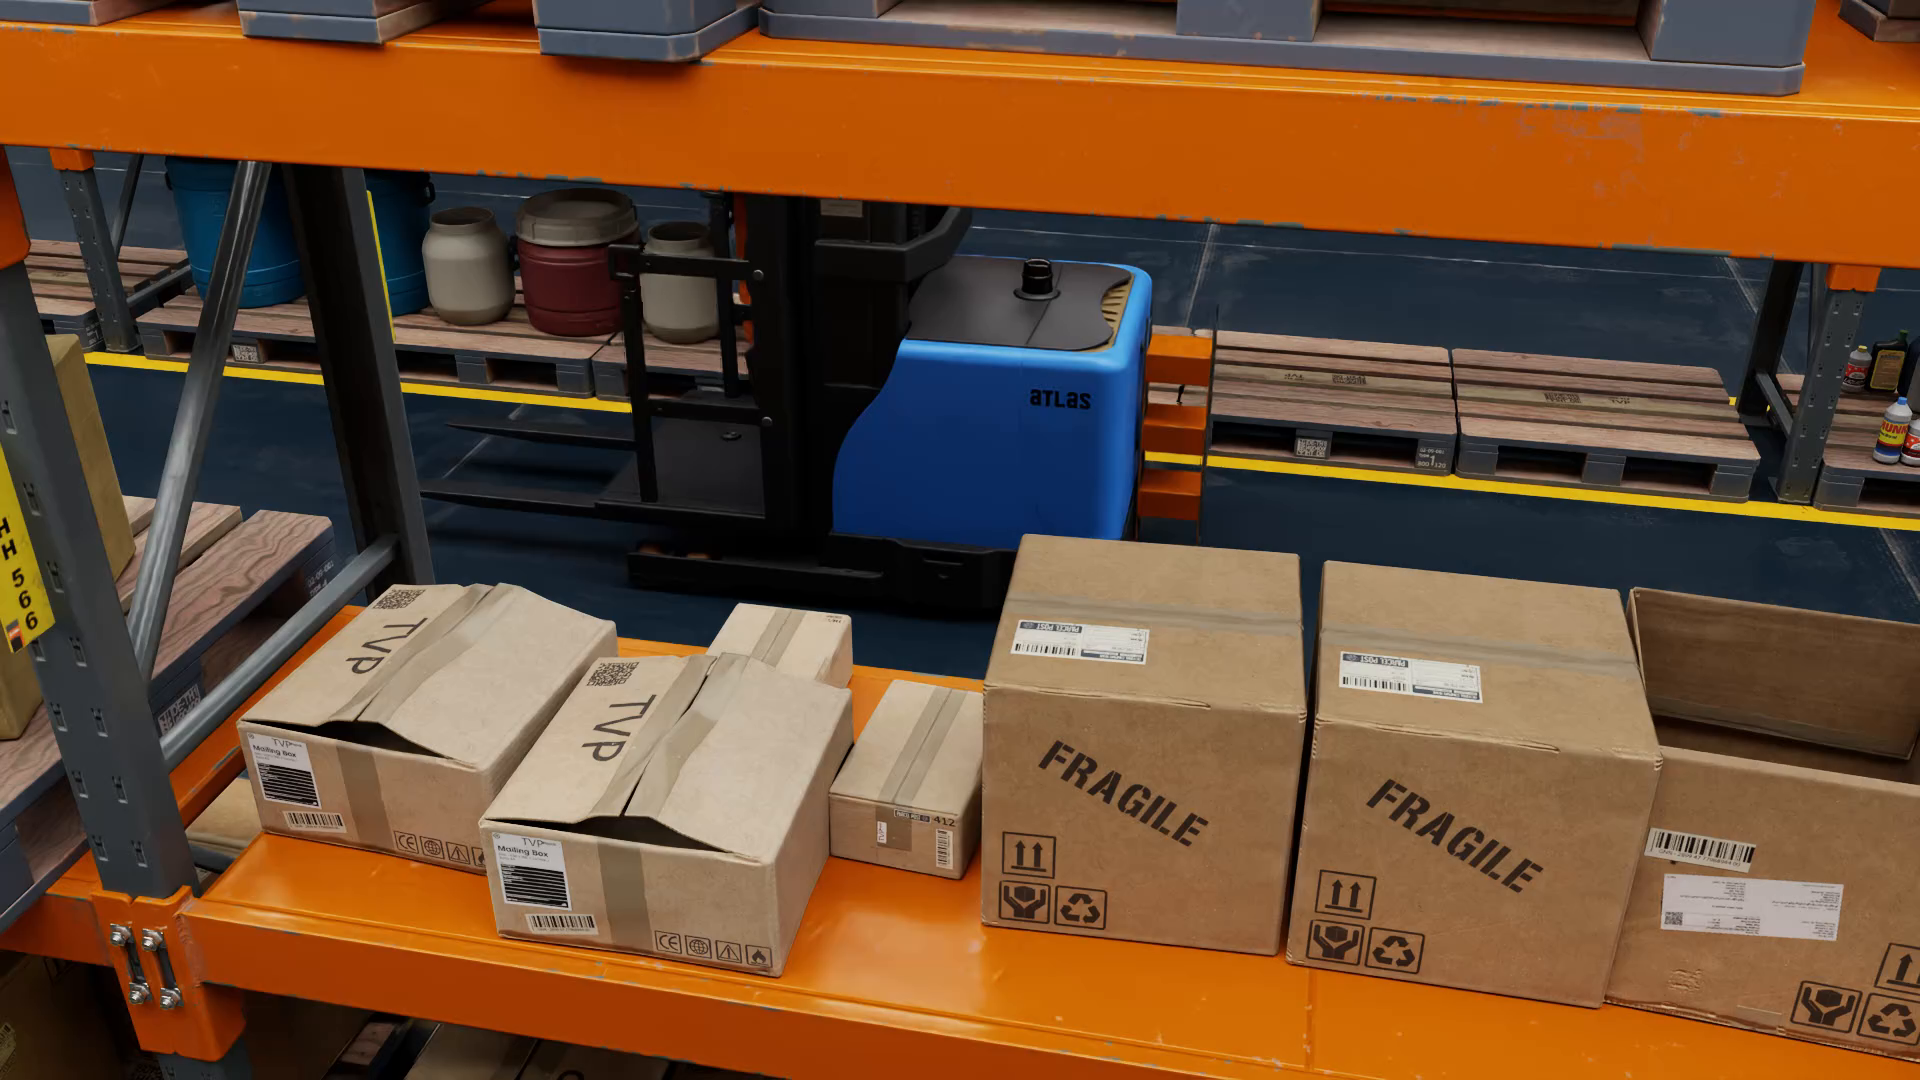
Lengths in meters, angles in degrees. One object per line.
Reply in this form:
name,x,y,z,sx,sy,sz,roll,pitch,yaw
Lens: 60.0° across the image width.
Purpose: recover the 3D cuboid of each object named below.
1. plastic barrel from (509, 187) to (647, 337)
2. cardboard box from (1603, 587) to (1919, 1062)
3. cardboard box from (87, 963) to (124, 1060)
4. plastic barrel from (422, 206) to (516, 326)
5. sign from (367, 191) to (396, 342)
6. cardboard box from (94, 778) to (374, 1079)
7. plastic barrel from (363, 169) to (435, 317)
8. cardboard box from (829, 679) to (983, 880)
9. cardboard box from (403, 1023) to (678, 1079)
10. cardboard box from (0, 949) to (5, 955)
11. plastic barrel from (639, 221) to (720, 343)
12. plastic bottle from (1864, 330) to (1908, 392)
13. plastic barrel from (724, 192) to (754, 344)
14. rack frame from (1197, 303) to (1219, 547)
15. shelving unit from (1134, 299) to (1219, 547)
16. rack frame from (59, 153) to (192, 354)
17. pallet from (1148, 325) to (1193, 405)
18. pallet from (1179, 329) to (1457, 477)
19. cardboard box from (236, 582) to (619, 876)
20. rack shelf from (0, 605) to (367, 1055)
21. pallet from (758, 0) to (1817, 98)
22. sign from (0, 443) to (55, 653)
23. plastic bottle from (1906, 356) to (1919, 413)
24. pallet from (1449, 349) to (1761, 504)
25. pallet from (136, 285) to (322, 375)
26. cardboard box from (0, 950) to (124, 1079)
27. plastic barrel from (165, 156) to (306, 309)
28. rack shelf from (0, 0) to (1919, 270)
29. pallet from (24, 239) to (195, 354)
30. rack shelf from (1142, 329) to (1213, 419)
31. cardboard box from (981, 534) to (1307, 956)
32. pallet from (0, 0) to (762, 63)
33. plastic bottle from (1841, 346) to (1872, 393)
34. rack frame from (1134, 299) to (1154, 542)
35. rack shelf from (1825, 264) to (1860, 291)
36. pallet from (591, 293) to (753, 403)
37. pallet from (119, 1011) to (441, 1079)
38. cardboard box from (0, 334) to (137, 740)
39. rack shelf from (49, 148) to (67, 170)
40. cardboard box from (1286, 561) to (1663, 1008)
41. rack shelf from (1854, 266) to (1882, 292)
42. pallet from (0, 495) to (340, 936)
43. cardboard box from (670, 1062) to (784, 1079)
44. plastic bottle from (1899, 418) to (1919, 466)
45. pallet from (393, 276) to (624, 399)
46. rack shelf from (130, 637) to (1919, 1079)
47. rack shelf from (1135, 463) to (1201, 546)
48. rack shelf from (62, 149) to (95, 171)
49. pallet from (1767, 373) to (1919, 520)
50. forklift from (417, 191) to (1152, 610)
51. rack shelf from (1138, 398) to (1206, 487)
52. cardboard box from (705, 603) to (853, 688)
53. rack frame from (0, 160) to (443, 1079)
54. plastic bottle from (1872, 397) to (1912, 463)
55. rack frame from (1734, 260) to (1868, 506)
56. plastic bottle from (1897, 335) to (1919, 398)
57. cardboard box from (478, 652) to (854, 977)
plastic barrel,-1.872,-1.382,8.225,0.708,0.588,0.600,6,29,11
cardboard box,1.325,0.444,2.711,0.500,0.500,0.500,8,30,14
cardboard box,-2.222,0.898,4.131,0.500,0.500,0.500,5,29,9
plastic barrel,-2.443,-1.363,8.270,0.421,0.512,0.421,0,29,0
sign,-1.211,-0.544,3.415,0.005,0.325,0.100,6,29,11
cardboard box,-1.709,0.948,4.039,0.500,0.500,0.500,7,29,13
plastic barrel,-2.976,-1.633,8.356,0.708,0.901,0.600,6,29,11
cardboard box,-0.065,0.436,3.091,0.250,0.149,0.380,8,30,14
cardboard box,-0.873,1.191,3.293,0.500,0.311,0.500,7,29,12
cardboard box,-2.343,0.812,3.507,0.500,0.250,0.500,7,29,12
plastic barrel,-1.338,-1.250,8.063,0.421,0.512,0.421,0,29,0
plastic bottle,4.166,-0.808,7.473,0.133,0.283,0.061,7,30,13
plastic barrel,-0.768,-1.375,7.960,0.708,0.830,0.600,6,29,11
rack frame,0.939,-0.371,6.334,0.008,1.050,0.200,5,29,10
shelving unit,0.819,-0.382,6.355,0.252,1.050,0.215,5,29,10
rack frame,-4.197,-2.502,8.197,0.127,3.000,1.000,6,29,11
pallet,0.464,-0.782,7.959,1.213,0.211,1.003,6,29,11
pallet,1.653,-0.659,7.734,1.213,0.211,1.003,6,29,11
cardboard box,-0.977,0.321,3.134,0.500,0.311,0.500,8,30,14
rack shelf,-3.280,0.340,3.755,4.000,0.370,1.077,6,29,11
pallet,0.453,-0.872,2.291,1.213,0.211,1.003,7,30,13
sign,-1.428,0.007,2.490,0.005,0.325,0.100,6,29,11
plastic bottle,4.286,-0.734,7.268,0.185,0.351,0.144,6,29,11
pallet,2.850,-0.538,7.512,1.213,0.211,1.003,6,29,11
pallet,-3.452,-1.182,8.690,1.213,0.211,1.003,6,29,11
cardboard box,-2.287,1.144,3.681,0.500,0.500,0.500,7,29,13
plastic barrel,-3.669,-1.704,8.486,0.708,0.901,0.600,6,29,11
rack shelf,0.632,-0.575,2.302,4.000,0.370,1.077,6,29,11
pallet,-4.925,-1.335,8.968,1.213,0.211,1.003,6,29,11
rack shelf,0.819,-0.622,6.224,0.240,0.259,0.215,5,29,10
cardboard box,0.321,0.341,2.899,0.500,0.500,0.500,4,29,8
pallet,-0.641,-0.982,2.494,1.003,0.211,1.213,7,30,13
plastic bottle,4.046,-0.776,7.499,0.097,0.201,0.097,0,29,0
rack frame,0.700,-0.394,6.376,0.008,1.050,0.200,5,29,10
rack shelf,1.670,-1.585,7.271,4.000,0.370,1.077,6,29,11
pallet,-1.065,-0.938,8.243,1.213,0.211,1.003,6,29,11
pallet,-2.046,1.355,4.055,1.213,0.211,1.003,6,29,11
cardboard box,-1.963,-0.014,3.110,0.500,0.500,0.700,-4,29,-6
rack shelf,-6.153,-2.387,8.736,4.000,0.370,1.077,6,29,11
cardboard box,0.835,0.394,2.803,0.500,0.500,0.500,6,29,11
rack shelf,5.582,-1.184,6.538,4.000,0.370,1.077,6,29,11
pallet,-2.001,0.274,3.326,1.003,0.211,1.213,6,29,11
cardboard box,-0.357,1.240,3.204,0.500,0.311,0.500,5,29,9
plastic bottle,3.946,-0.418,6.845,0.097,0.201,0.097,0,29,0
pallet,-2.255,-1.061,8.468,1.213,0.211,1.003,6,29,11
rack shelf,0.632,0.741,3.023,4.000,0.370,1.077,6,29,11
rack shelf,0.819,-0.129,6.494,0.240,0.259,0.215,5,29,10
rack shelf,-2.242,-1.986,8.004,4.000,0.370,1.077,6,29,11
pallet,4.274,-0.390,7.243,1.213,0.211,1.003,6,29,11
forklift,-0.812,-1.325,6.118,3.031,2.935,1.130,5,29,10
rack shelf,0.819,-0.373,6.360,0.240,0.259,0.215,5,29,10
cardboard box,-0.386,0.295,3.349,0.250,0.149,0.380,6,29,11
rack frame,-1.324,0.225,3.216,0.127,3.000,1.000,6,29,11
plastic bottle,3.846,-0.459,6.847,0.097,0.271,0.097,0,29,0
rack frame,3.626,-1.700,6.732,0.127,3.000,1.000,6,29,11
plastic bottle,4.316,-0.802,7.392,0.185,0.351,0.144,5,29,9
cardboard box,-0.489,0.444,2.908,0.500,0.311,0.500,6,29,10
